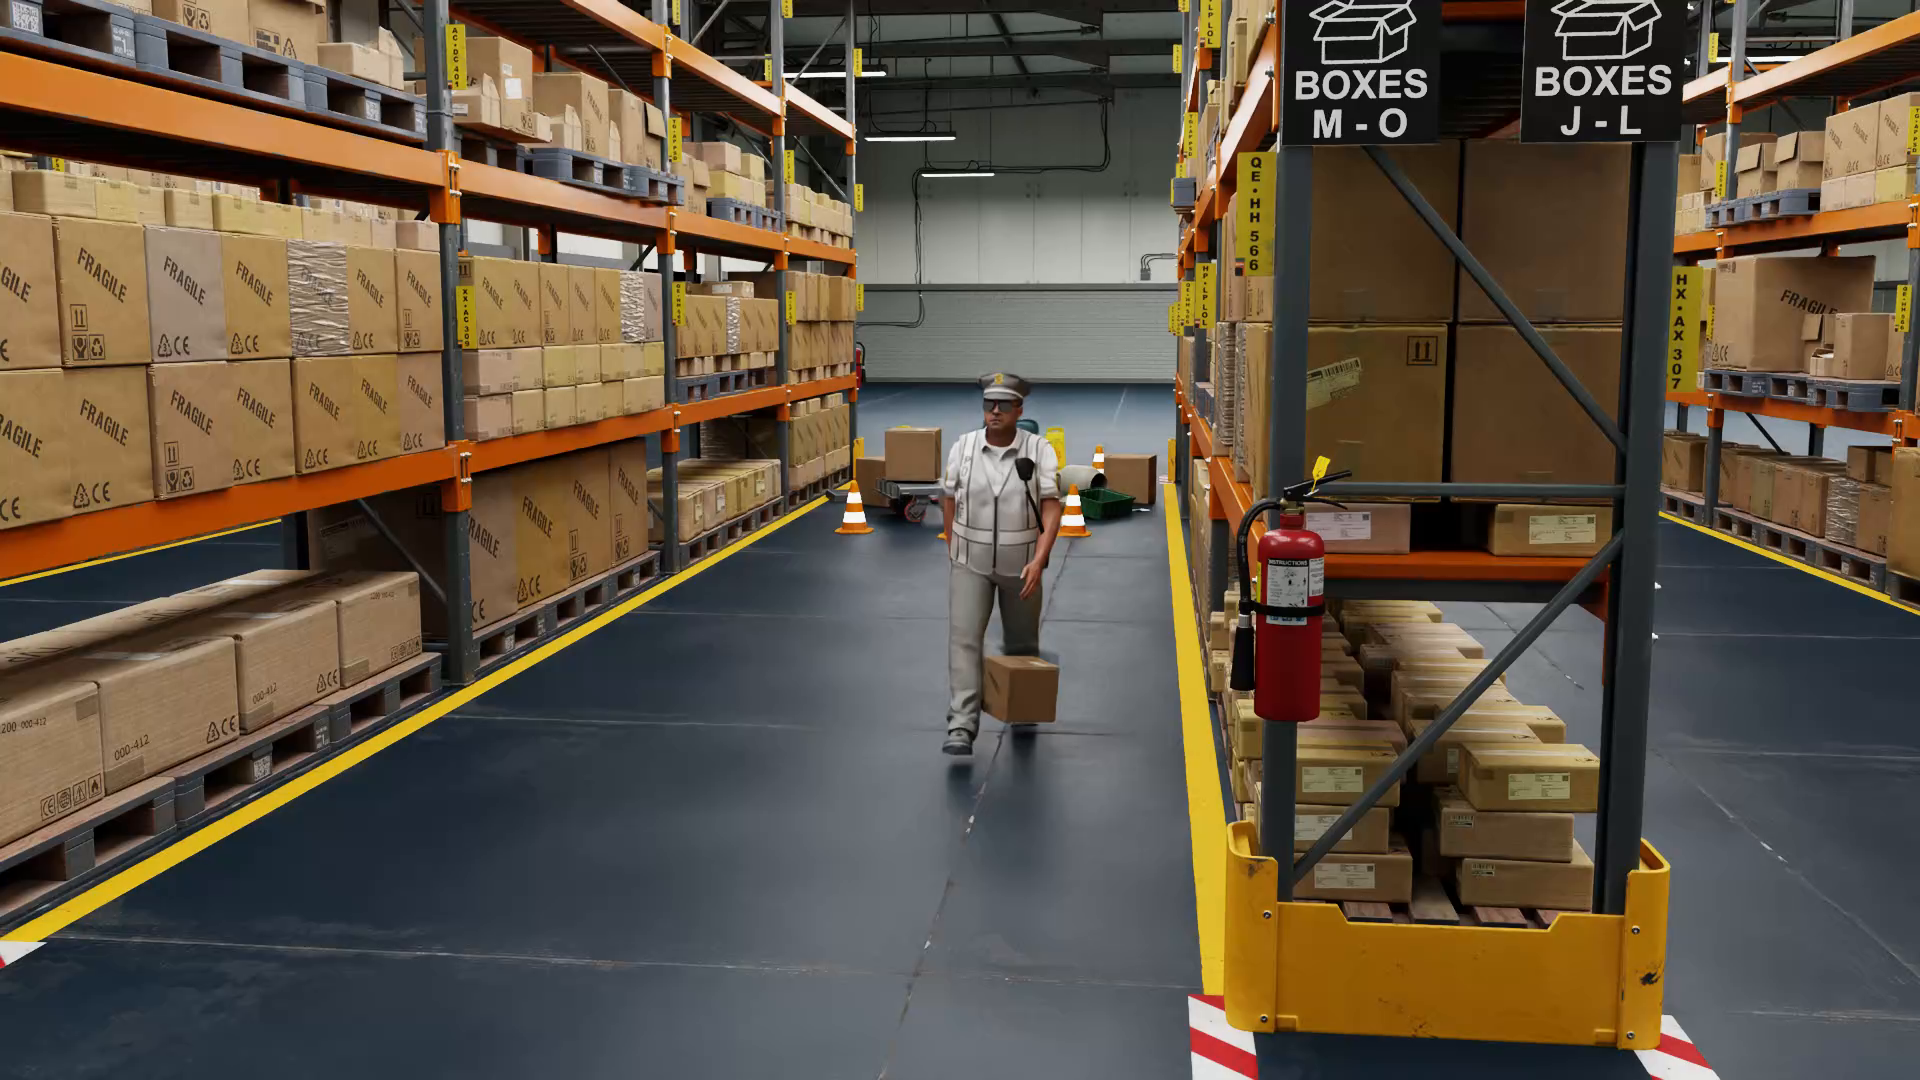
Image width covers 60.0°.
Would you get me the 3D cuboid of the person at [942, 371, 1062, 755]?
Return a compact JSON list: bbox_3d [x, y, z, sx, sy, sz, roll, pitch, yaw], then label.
[{"bbox_3d":[0.189,0.094,7.558,0.544,1.710,1.038,1,8,4],"label":"person"}]
